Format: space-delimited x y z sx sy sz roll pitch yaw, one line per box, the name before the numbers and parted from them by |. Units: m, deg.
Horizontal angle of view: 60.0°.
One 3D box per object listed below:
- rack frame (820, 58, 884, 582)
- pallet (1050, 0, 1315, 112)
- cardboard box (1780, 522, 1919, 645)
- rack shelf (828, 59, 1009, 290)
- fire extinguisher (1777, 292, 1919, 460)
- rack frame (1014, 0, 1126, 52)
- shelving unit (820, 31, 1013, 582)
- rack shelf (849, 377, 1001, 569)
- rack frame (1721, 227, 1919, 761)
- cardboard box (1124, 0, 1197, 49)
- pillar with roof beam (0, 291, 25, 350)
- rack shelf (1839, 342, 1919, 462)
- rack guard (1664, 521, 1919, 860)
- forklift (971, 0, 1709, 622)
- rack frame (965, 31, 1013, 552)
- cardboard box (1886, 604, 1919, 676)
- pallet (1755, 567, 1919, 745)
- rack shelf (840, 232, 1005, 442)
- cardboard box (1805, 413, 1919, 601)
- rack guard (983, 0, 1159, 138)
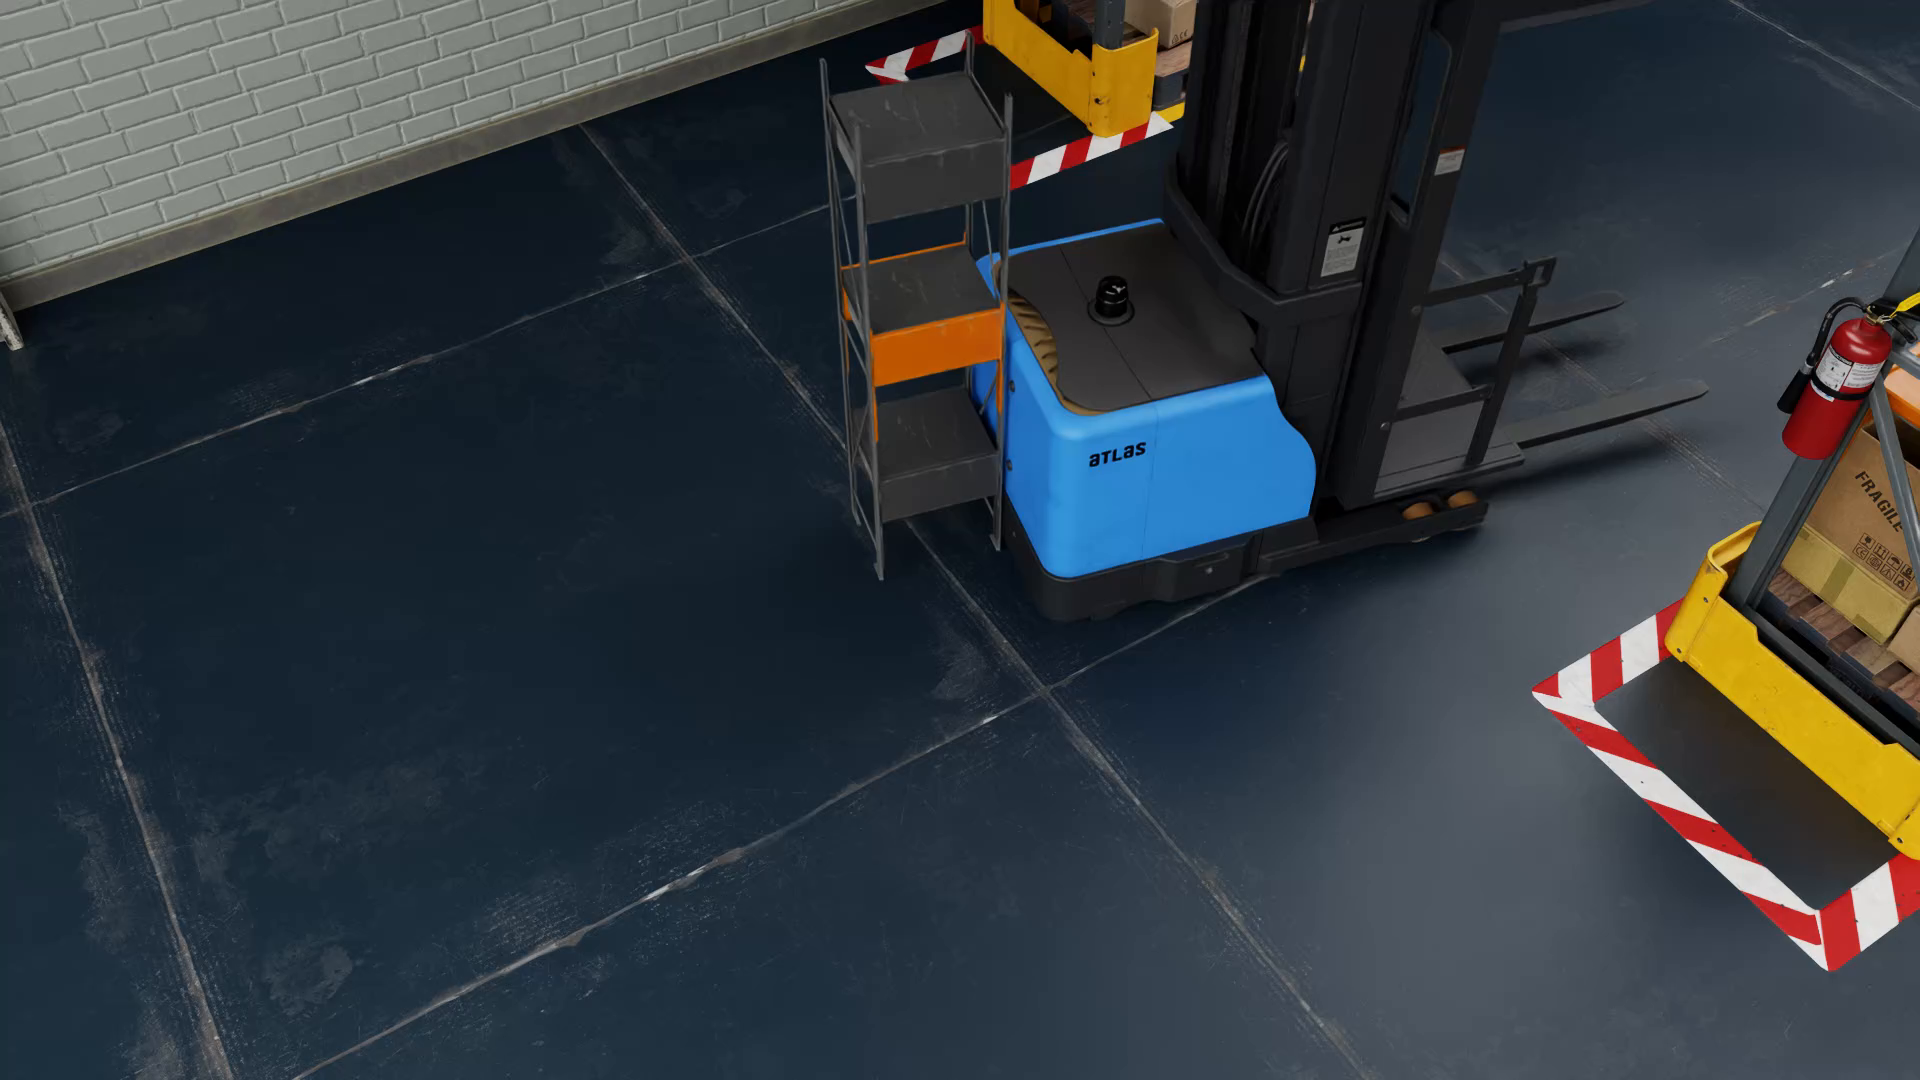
rack frame | -0.371 -0.677 5.893 0.015 2.100 0.400 -14 50 -12
pallet | 1.263 -2.856 9.097 1.213 0.211 1.003 -25 53 -21
cardboard box | 3.435 0.050 6.202 0.500 0.250 0.500 -25 53 -21
rack shelf | -0.140 -1.192 5.432 0.480 0.518 0.431 -14 50 -12
fire extinguisher | 2.791 -0.545 5.224 0.183 0.674 0.296 -25 53 -21
rack frame | 0.493 -3.451 7.760 0.127 3.000 1.000 -25 53 -21
shelving unit | -0.140 -0.736 5.945 0.503 2.100 0.431 -14 50 -12
rack shelf | -0.140 -0.261 6.478 0.480 0.518 0.431 -14 50 -12
rack frame | 3.139 -0.324 4.975 0.127 3.000 1.000 -25 53 -21
cardboard box | 1.126 -2.922 8.795 0.500 0.311 0.500 -31 55 -25
pillar with roof beam | -2.154 -1.162 1.704 0.400 9.000 9.100 -25 53 -21
rack shelf | 4.831 -0.882 5.954 4.000 0.370 1.077 -25 53 -21
rack guard | 3.119 0.517 5.900 0.348 0.500 1.175 -25 53 -21
forklift | 1.596 -1.327 5.915 3.031 2.935 1.130 -14 50 -12
rack frame | 0.091 -0.794 5.997 0.015 2.100 0.400 -14 50 -12
cardboard box | 3.712 0.377 5.911 0.500 0.250 0.500 -25 53 -21
pallet | 3.764 0.272 6.312 1.213 0.211 1.003 -25 53 -21
rack shelf | -0.140 -0.727 5.955 0.480 0.518 0.431 -14 50 -12
cardboard box | 3.434 -0.200 5.923 0.500 0.500 0.500 -25 53 -21
rack guard | 0.557 -2.650 8.721 0.348 0.500 1.175 -25 53 -21
